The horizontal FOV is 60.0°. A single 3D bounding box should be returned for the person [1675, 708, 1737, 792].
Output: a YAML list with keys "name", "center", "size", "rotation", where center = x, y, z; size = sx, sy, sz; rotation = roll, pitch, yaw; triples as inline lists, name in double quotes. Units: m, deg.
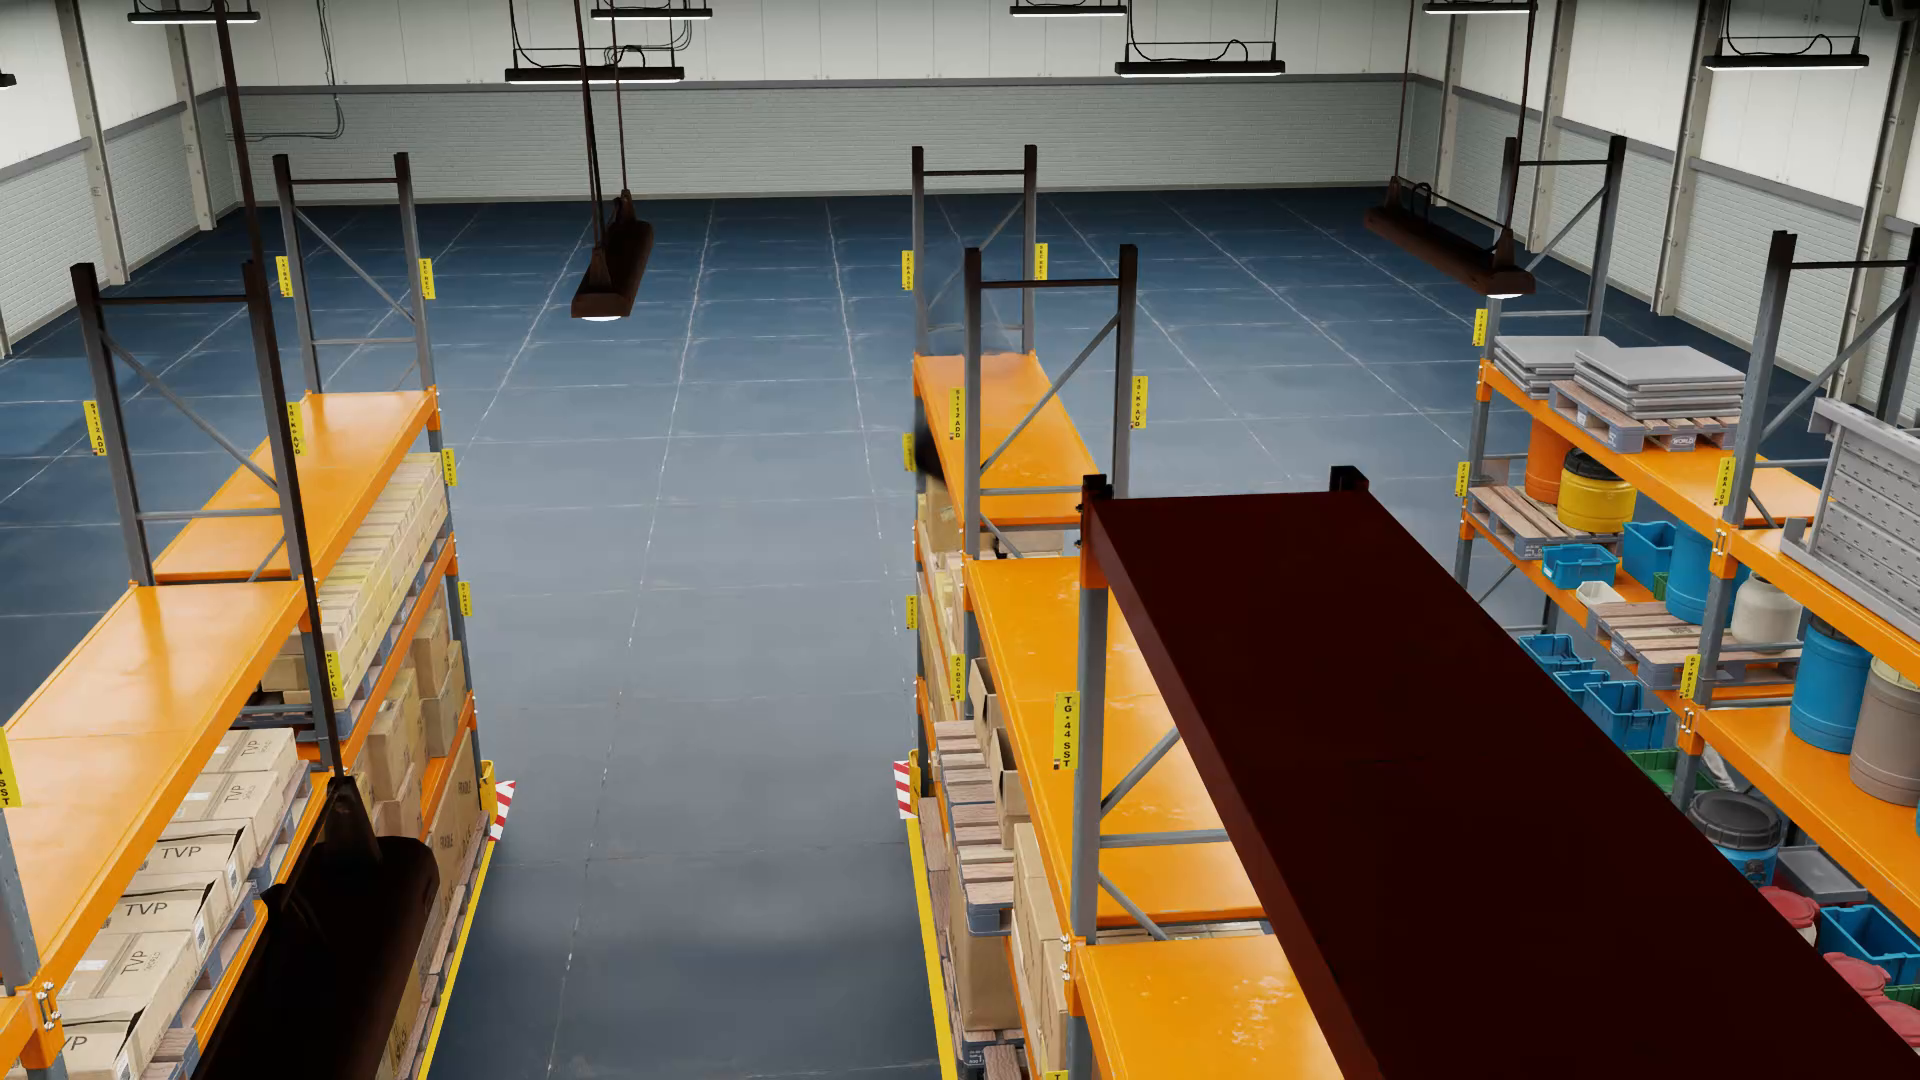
- name: "person"
  center: [6.909, 1.576, 15.410]
  size: [0.715, 1.813, 0.950]
  rotation: [-11, 24, -26]
